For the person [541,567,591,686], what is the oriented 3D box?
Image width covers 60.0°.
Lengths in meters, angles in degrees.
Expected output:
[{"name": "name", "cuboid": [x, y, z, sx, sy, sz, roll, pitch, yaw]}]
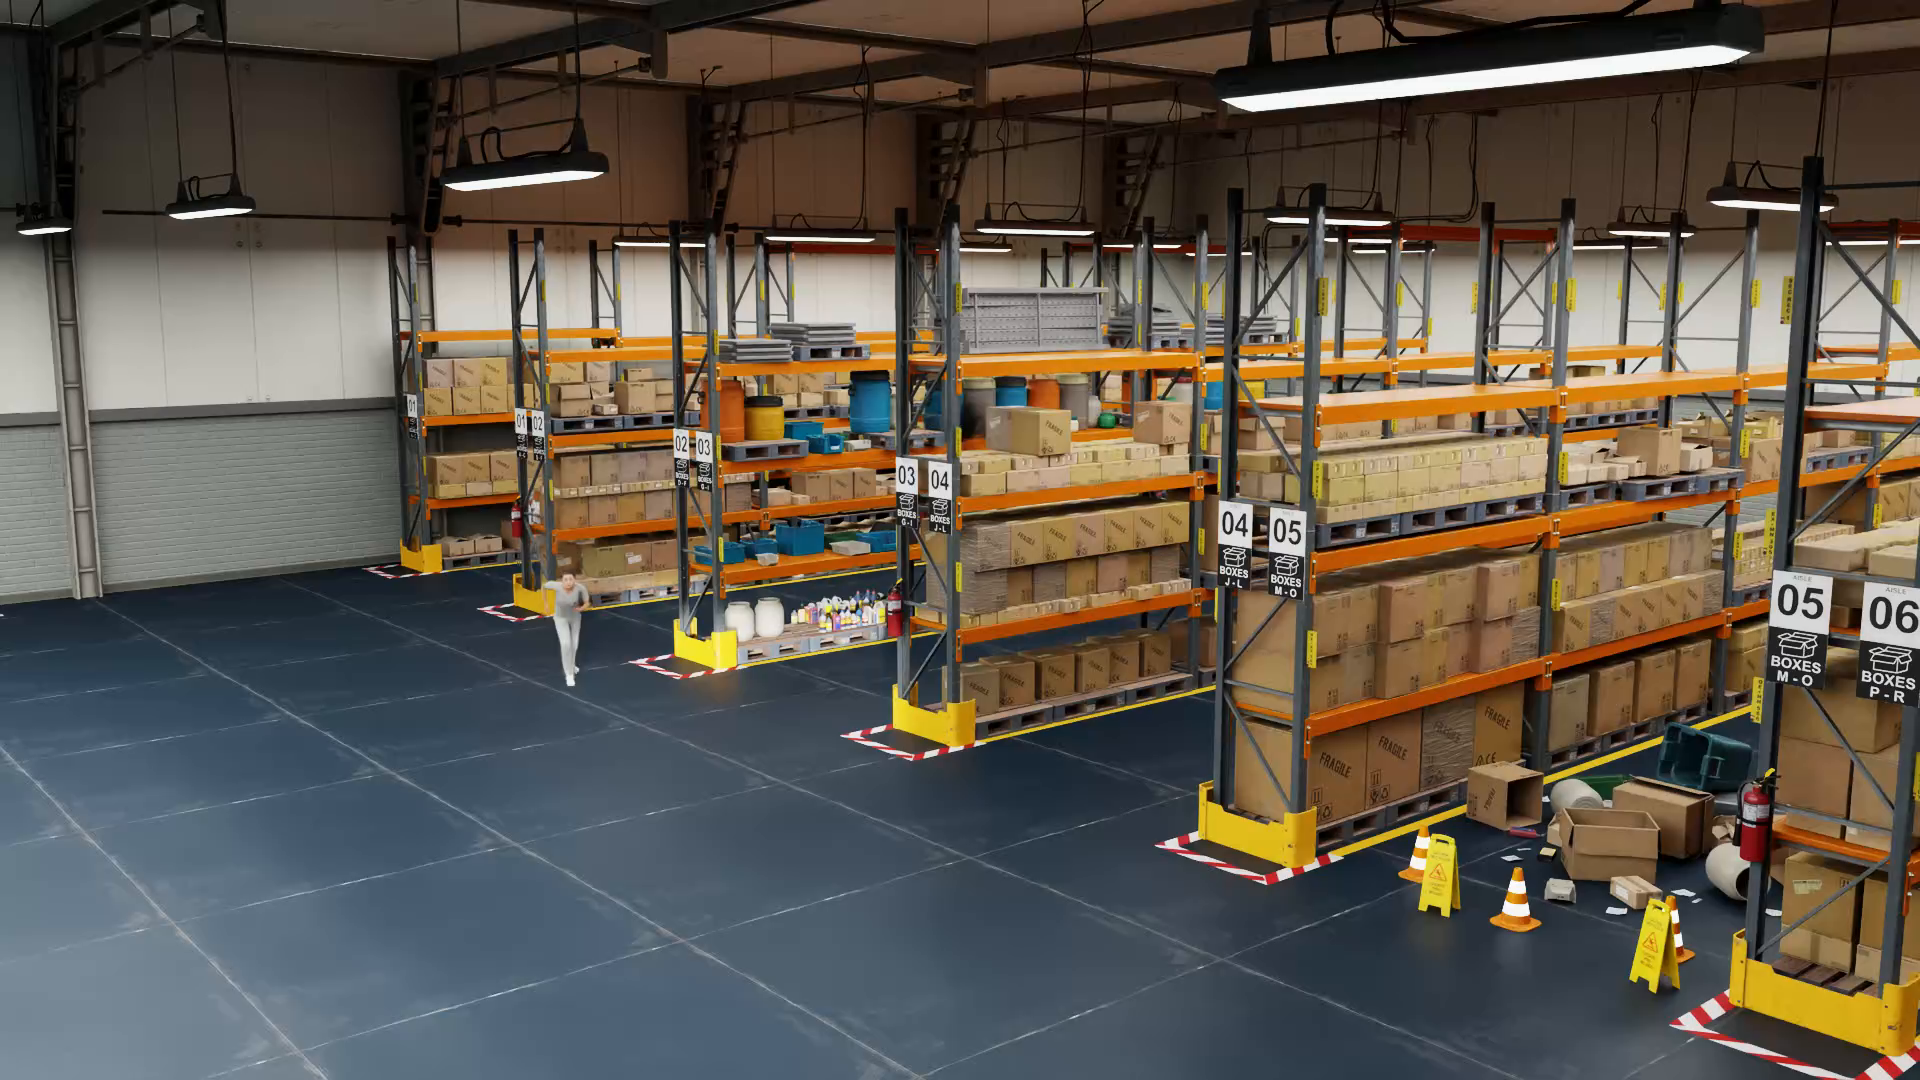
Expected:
[{"name": "person", "cuboid": [-5.129, 1.099, 21.679, 0.603, 1.600, 0.954, -3, 9, -17]}]

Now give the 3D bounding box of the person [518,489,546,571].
[{"name": "person", "cuboid": [0.478, 0.995, 21.027, 20.642, 1.957, 8.372, 4, 10, 23]}]
